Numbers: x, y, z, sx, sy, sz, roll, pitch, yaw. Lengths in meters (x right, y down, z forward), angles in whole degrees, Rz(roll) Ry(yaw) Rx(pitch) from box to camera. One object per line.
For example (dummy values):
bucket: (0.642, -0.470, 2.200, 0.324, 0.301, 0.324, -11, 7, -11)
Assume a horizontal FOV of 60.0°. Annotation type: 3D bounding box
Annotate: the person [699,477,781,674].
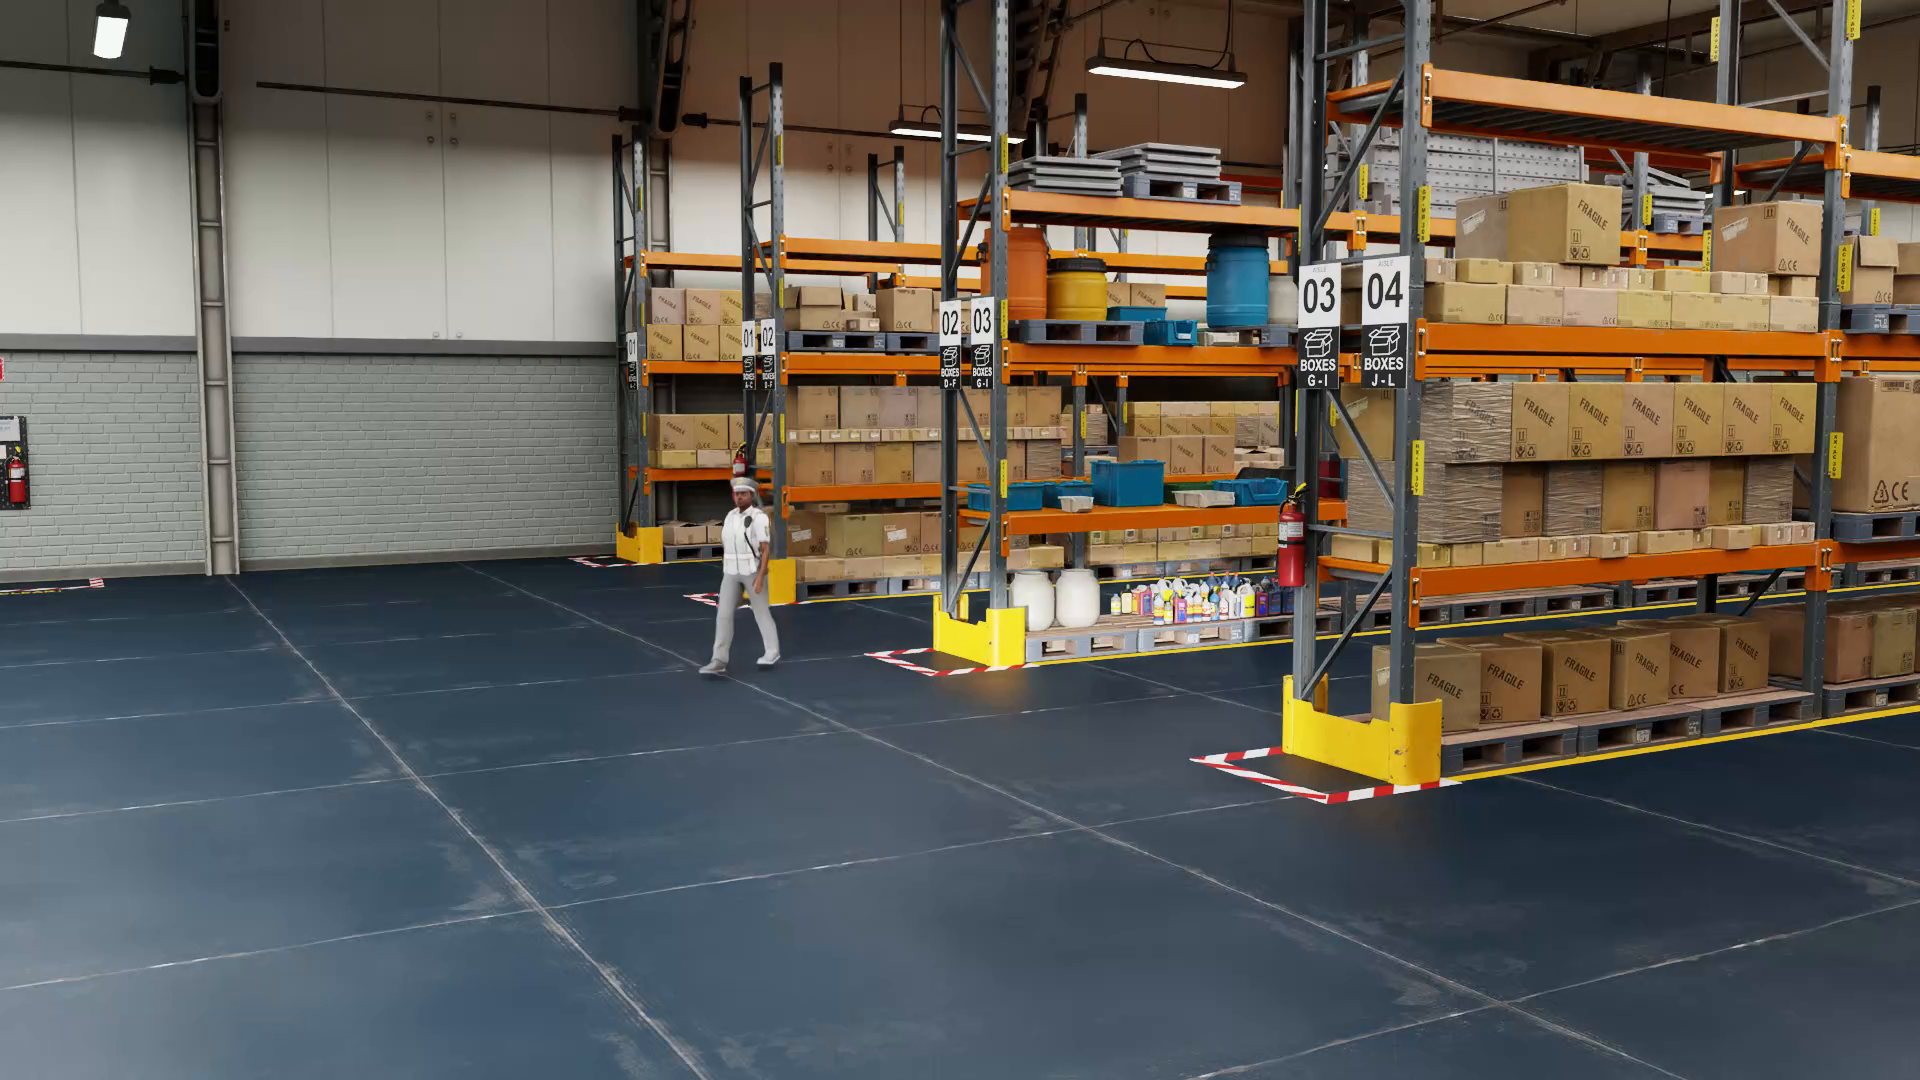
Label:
person: (-1.834, 0.285, 14.024, 0.491, 1.629, 0.988, 2, 5, 21)
